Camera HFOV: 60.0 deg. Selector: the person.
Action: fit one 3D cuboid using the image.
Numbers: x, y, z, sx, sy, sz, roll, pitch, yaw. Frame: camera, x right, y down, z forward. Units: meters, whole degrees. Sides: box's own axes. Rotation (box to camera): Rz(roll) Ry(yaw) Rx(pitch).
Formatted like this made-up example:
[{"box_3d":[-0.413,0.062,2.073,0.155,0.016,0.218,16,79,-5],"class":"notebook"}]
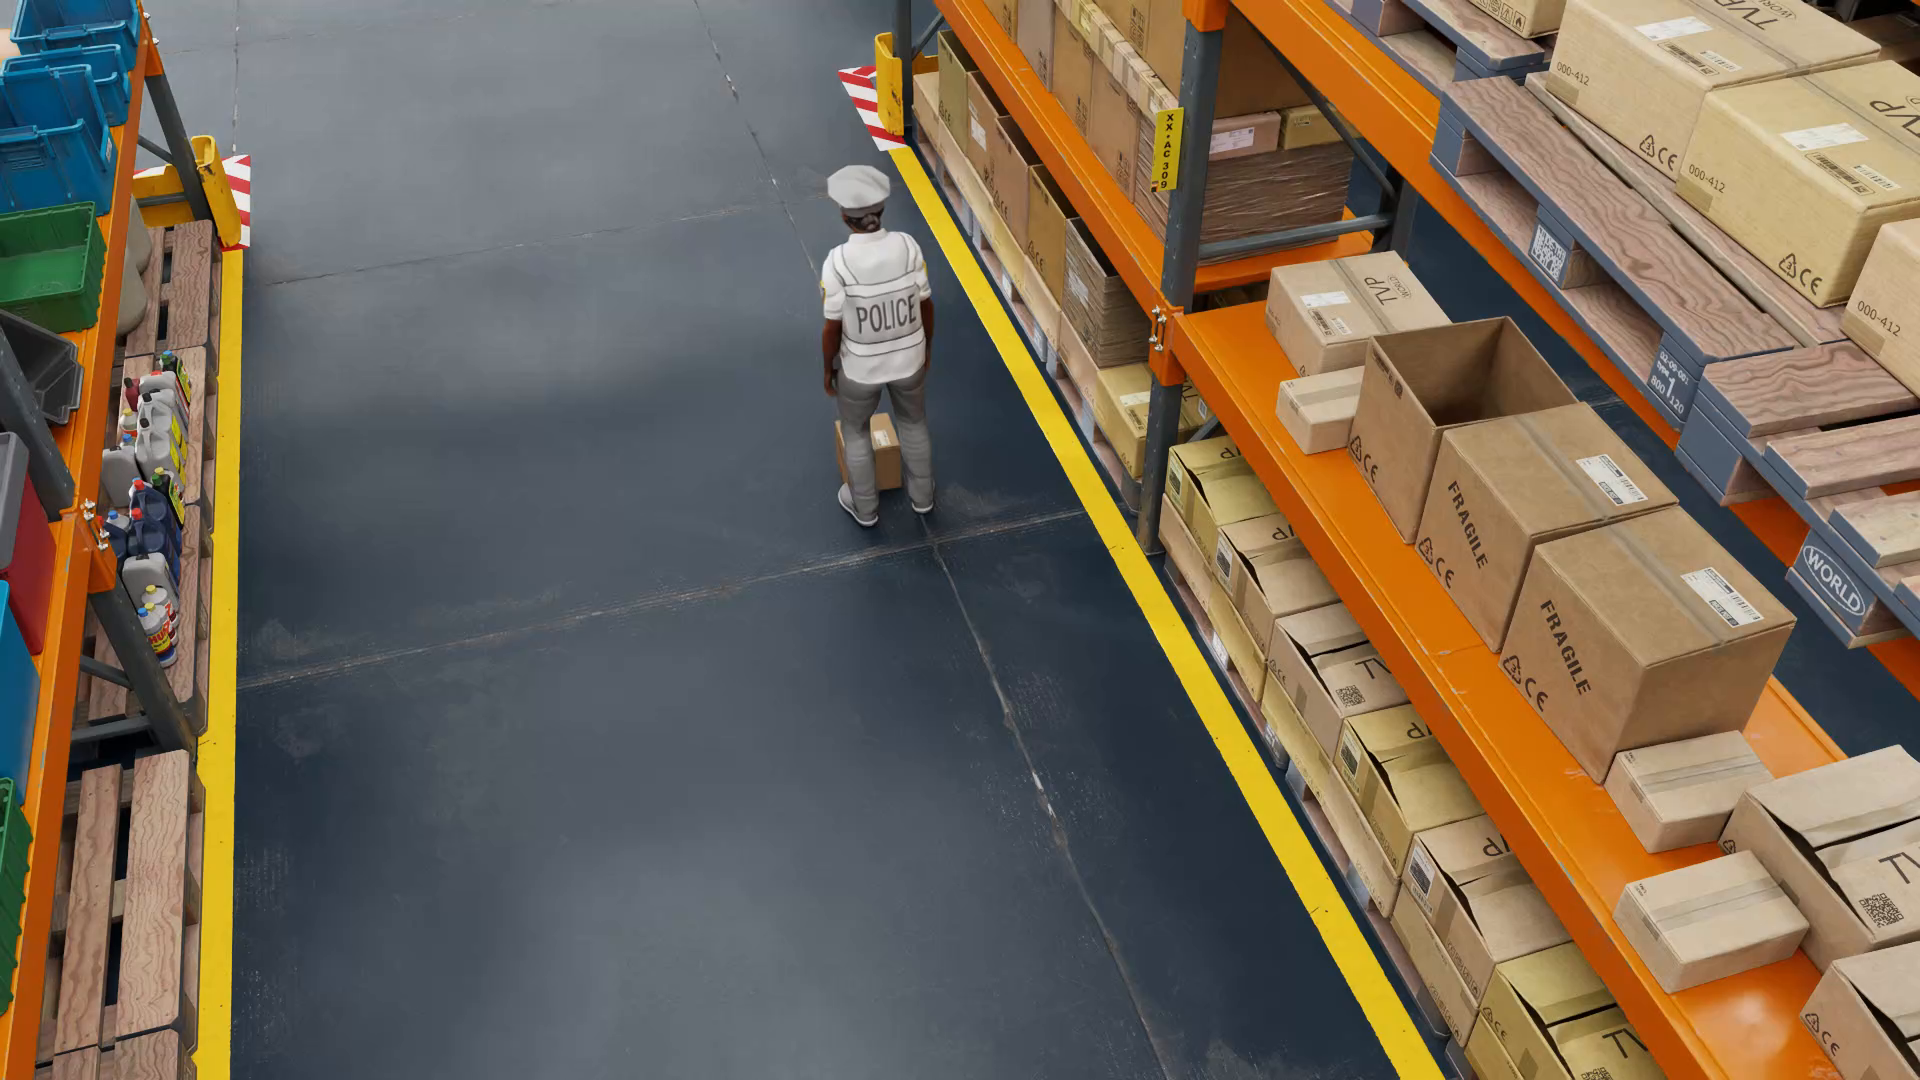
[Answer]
[{"box_3d":[-0.336,-0.763,6.996,0.518,1.656,0.397,-14,44,-15],"class":"person"}]
